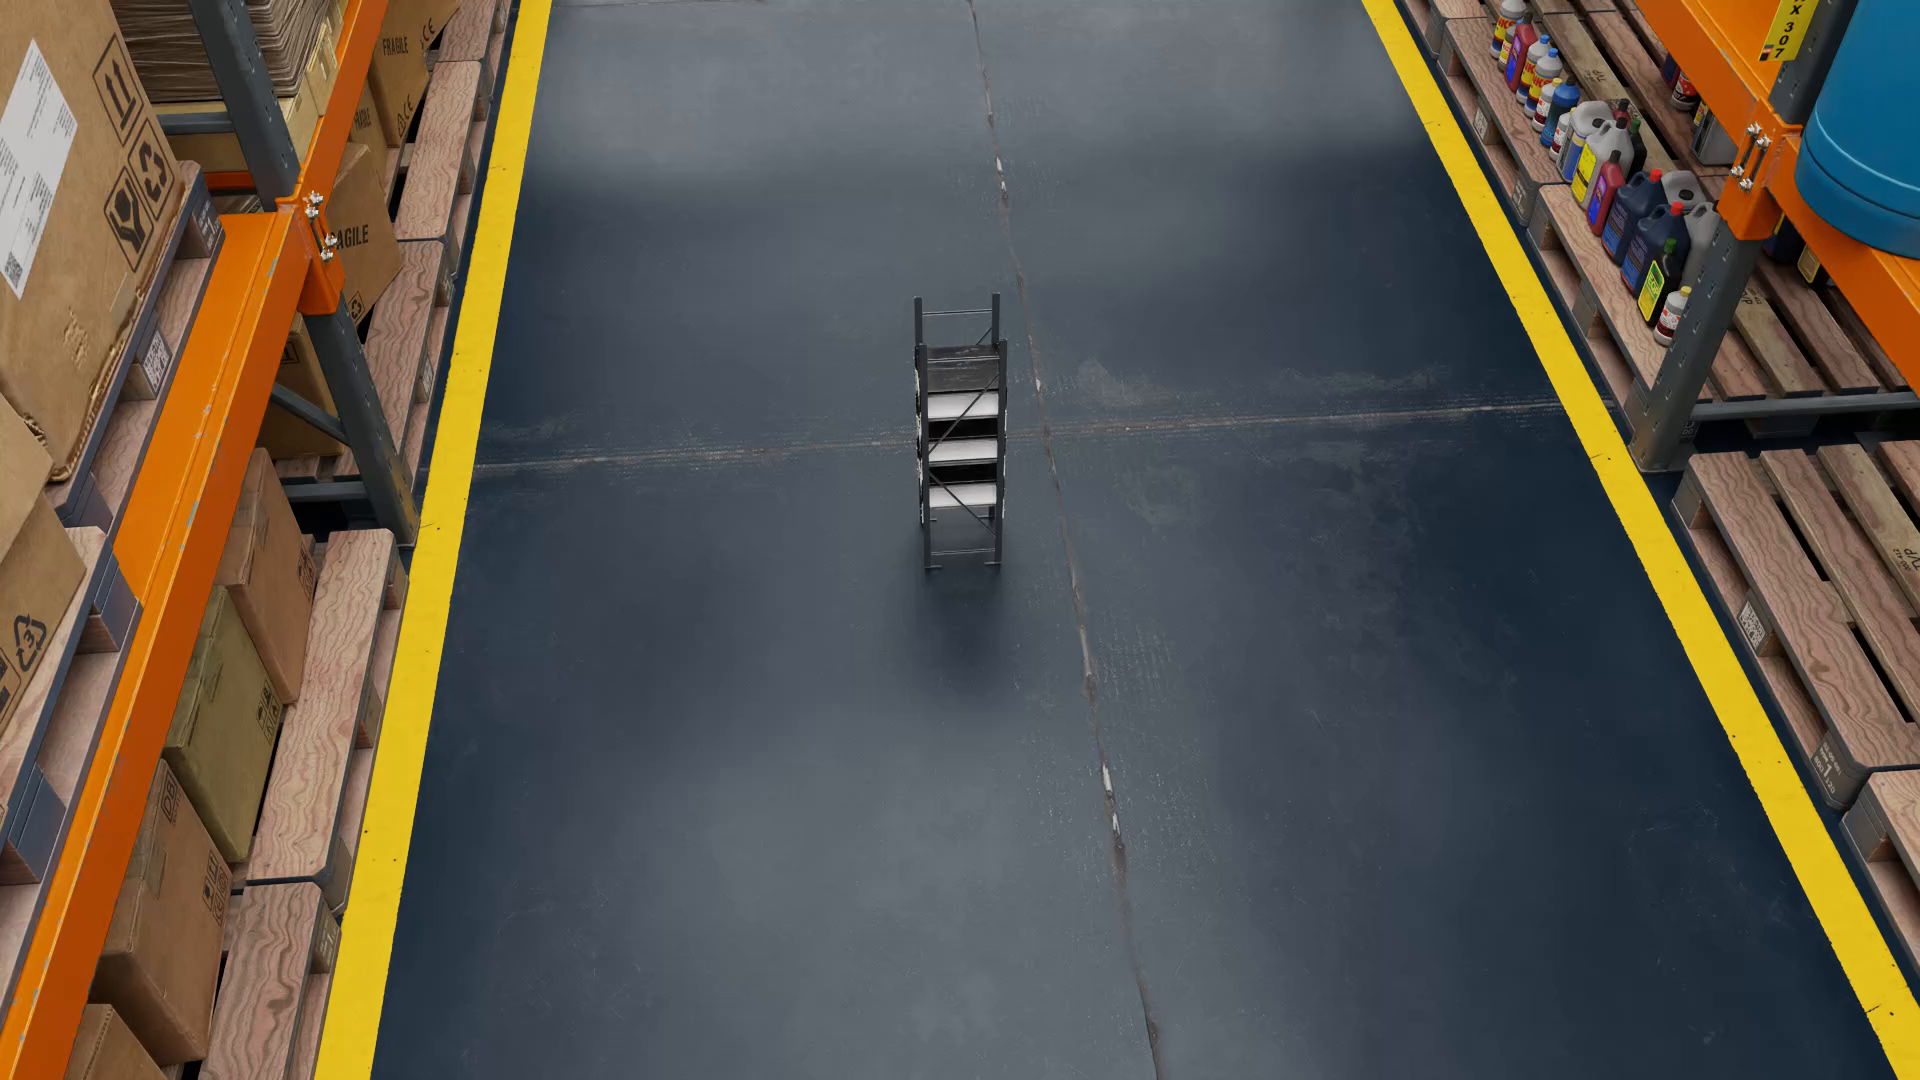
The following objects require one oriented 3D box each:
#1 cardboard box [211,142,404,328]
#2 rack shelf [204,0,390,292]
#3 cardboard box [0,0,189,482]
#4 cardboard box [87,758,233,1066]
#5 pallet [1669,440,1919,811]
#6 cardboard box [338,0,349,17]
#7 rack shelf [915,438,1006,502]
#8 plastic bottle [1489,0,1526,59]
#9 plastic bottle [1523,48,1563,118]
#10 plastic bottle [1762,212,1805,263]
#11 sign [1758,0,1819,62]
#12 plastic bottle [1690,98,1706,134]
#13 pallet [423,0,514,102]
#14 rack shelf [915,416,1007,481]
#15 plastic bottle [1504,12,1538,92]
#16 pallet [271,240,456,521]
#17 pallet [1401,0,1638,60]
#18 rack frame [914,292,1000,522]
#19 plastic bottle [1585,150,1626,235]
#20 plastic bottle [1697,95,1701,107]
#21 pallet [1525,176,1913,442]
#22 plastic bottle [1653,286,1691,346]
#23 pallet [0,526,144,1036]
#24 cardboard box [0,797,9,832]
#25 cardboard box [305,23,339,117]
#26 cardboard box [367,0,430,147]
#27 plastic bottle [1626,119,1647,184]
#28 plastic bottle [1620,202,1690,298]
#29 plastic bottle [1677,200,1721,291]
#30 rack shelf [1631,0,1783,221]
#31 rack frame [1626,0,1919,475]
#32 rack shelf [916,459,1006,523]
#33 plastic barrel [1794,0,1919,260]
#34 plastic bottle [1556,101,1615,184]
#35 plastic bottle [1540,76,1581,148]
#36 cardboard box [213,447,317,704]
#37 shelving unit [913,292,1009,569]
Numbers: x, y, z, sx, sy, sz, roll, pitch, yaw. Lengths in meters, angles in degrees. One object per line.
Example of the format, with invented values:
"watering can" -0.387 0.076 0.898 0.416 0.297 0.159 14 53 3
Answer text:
"cardboard box" -2.263 -1.009 5.572 0.500 0.500 0.500 10 47 9
"rack shelf" -2.381 -2.218 5.780 1.077 0.370 4.000 -3 47 -3
"cardboard box" -2.287 -0.785 3.225 1.000 1.000 1.000 -3 47 -3
"cardboard box" -2.115 0.887 3.763 0.700 0.500 0.500 -7 47 -7
"pallet" 2.826 0.206 4.910 1.003 0.211 1.213 -3 47 -3
"cardboard box" -2.019 -1.647 4.917 0.380 0.149 0.250 -3 47 -3
"rack shelf" 0.001 -0.219 5.007 0.258 0.077 0.200 -3 47 -3
"plastic bottle" 2.228 -2.095 6.745 0.097 0.271 0.097 0 47 0
"plastic bottle" 2.265 -1.775 6.441 0.097 0.271 0.097 0 47 0
"plastic bottle" 2.924 -1.160 5.804 0.144 0.351 0.185 -3 47 -3
"sign" 2.173 -1.389 4.309 0.100 0.325 0.005 -3 47 -3
"plastic bottle" 2.884 -1.657 6.378 0.097 0.201 0.097 0 47 0
"pallet" -2.509 -2.308 7.291 1.003 0.211 1.213 -3 47 -3
"rack shelf" 0.001 -0.281 4.942 0.258 0.077 0.200 -3 47 -3
"plastic bottle" 2.229 -1.935 6.584 0.061 0.283 0.133 -3 47 -3
"pallet" -2.305 -0.543 5.619 1.003 0.211 1.213 -3 47 -3
"pallet" 2.503 -2.614 7.580 1.003 0.211 1.213 -3 47 -3
"rack frame" -0.008 -0.377 4.987 0.240 0.900 0.006 -3 47 -3
"plastic bottle" 2.310 -1.239 5.925 0.061 0.283 0.133 -1 47 -1
"plastic bottle" 2.983 -1.841 6.501 0.152 0.276 0.135 -5 47 -4
"pallet" 2.707 -0.849 5.908 1.003 0.211 1.213 -3 47 -3
"plastic bottle" 2.381 -0.752 5.520 0.097 0.201 0.097 0 47 0
"pallet" -2.085 0.512 2.831 1.003 0.211 1.213 -3 47 -3
"cardboard box" -1.790 0.557 2.471 0.500 0.250 0.500 -5 47 -4
"cardboard box" -1.940 -1.287 4.576 0.380 0.149 0.250 -3 47 -3
"cardboard box" -2.395 -1.860 6.378 0.500 0.500 0.500 0 47 0
"plastic bottle" 2.438 -1.382 6.061 0.061 0.283 0.133 -3 47 -3
"plastic bottle" 2.381 -1.008 5.660 0.144 0.351 0.185 -5 47 -4
"plastic bottle" 2.524 -1.017 5.668 0.144 0.351 0.185 -3 47 -3
"rack shelf" 2.554 -2.519 6.065 1.077 0.370 4.000 -3 47 -3
"rack frame" 2.722 -1.319 4.433 1.000 3.000 0.127 -3 47 -3
"rack shelf" 0.001 -0.157 5.073 0.258 0.077 0.200 -3 47 -3
"plastic barrel" 2.452 -1.193 3.969 0.600 0.901 0.708 -3 47 -3
"plastic bottle" 2.328 -1.472 6.152 0.152 0.276 0.135 -3 47 -3
"plastic bottle" 2.282 -1.628 6.302 0.097 0.271 0.097 0 47 0
"cardboard box" -2.184 0.136 4.474 0.700 0.500 0.500 -7 47 -6
"shelving unit" 0.001 -0.304 4.918 0.258 0.900 0.210 -3 47 -3
